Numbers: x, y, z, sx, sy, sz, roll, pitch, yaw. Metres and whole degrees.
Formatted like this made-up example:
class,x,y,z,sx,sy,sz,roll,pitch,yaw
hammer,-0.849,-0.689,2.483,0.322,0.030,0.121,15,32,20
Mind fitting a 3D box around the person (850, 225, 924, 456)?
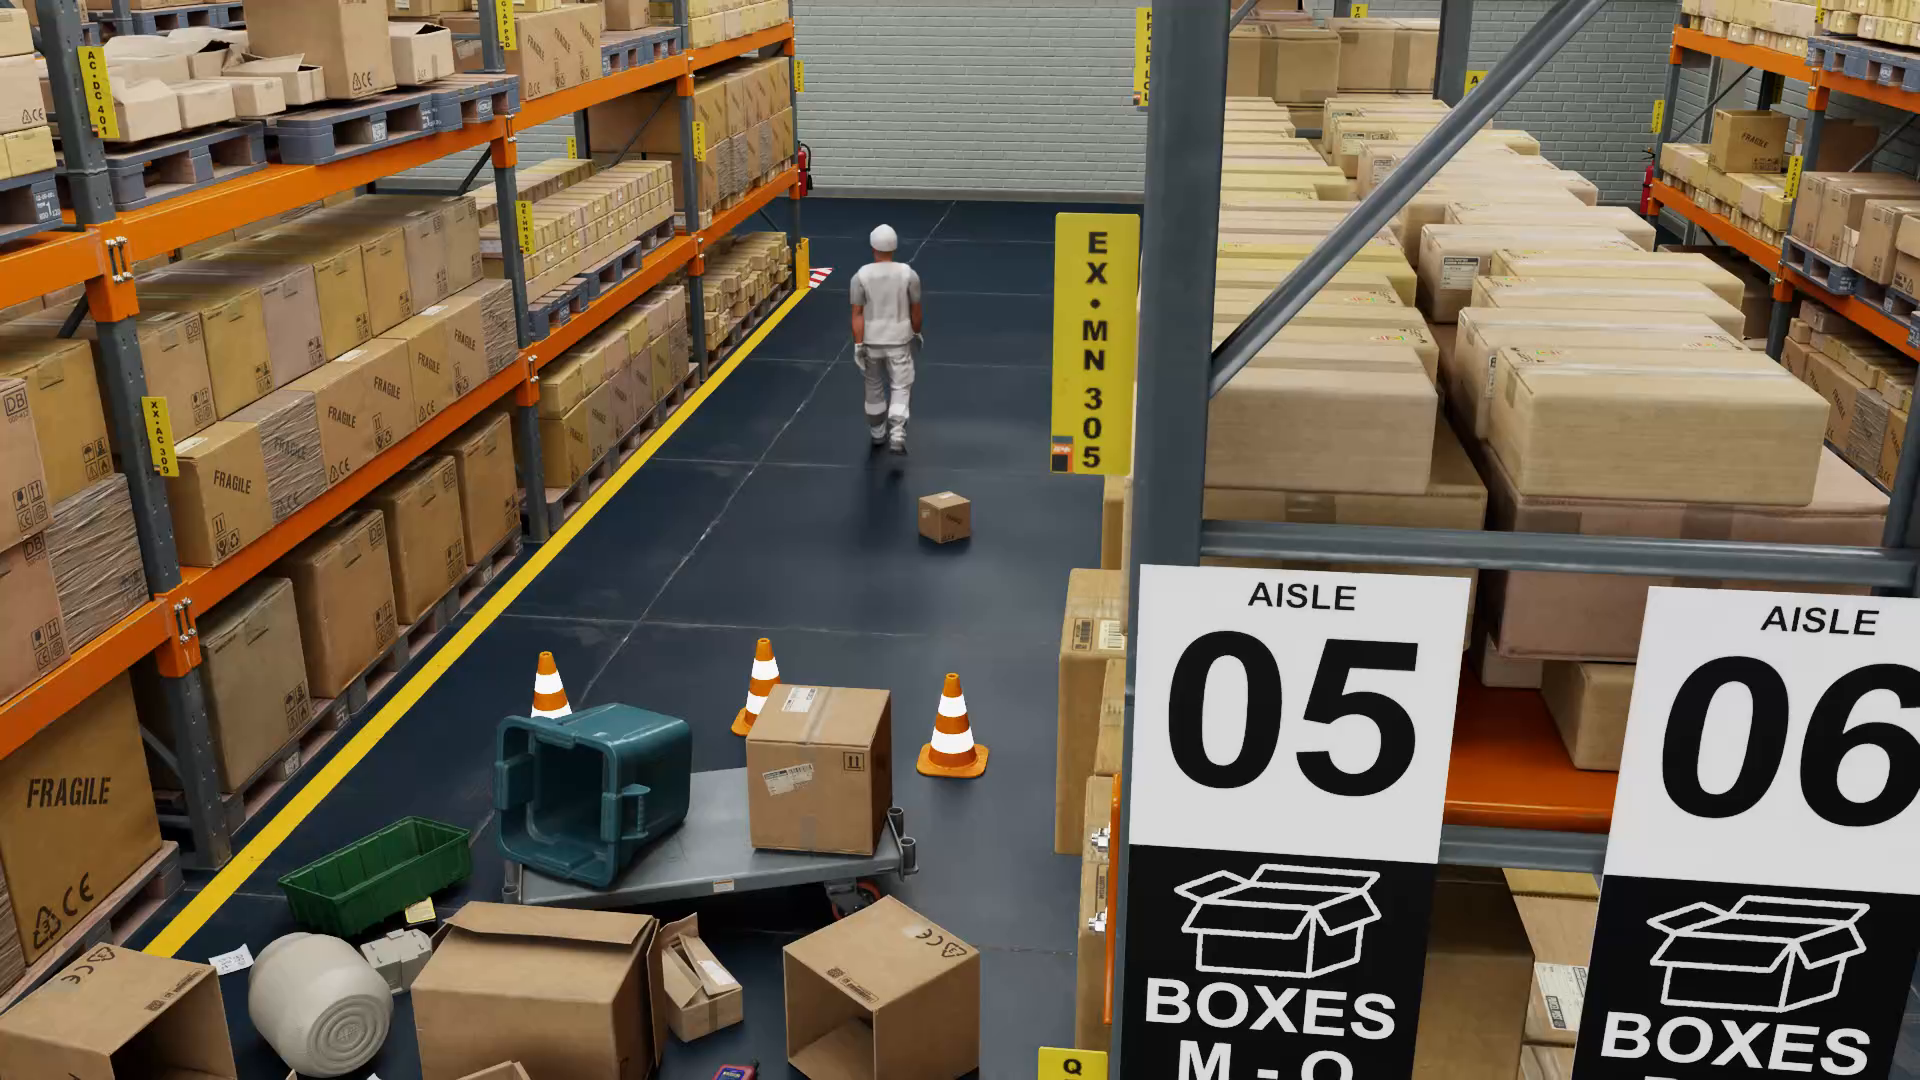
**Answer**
class,x,y,z,sx,sy,sz,roll,pitch,yaw
person,-0.542,-1.487,12.425,0.536,1.751,0.993,0,21,-1
